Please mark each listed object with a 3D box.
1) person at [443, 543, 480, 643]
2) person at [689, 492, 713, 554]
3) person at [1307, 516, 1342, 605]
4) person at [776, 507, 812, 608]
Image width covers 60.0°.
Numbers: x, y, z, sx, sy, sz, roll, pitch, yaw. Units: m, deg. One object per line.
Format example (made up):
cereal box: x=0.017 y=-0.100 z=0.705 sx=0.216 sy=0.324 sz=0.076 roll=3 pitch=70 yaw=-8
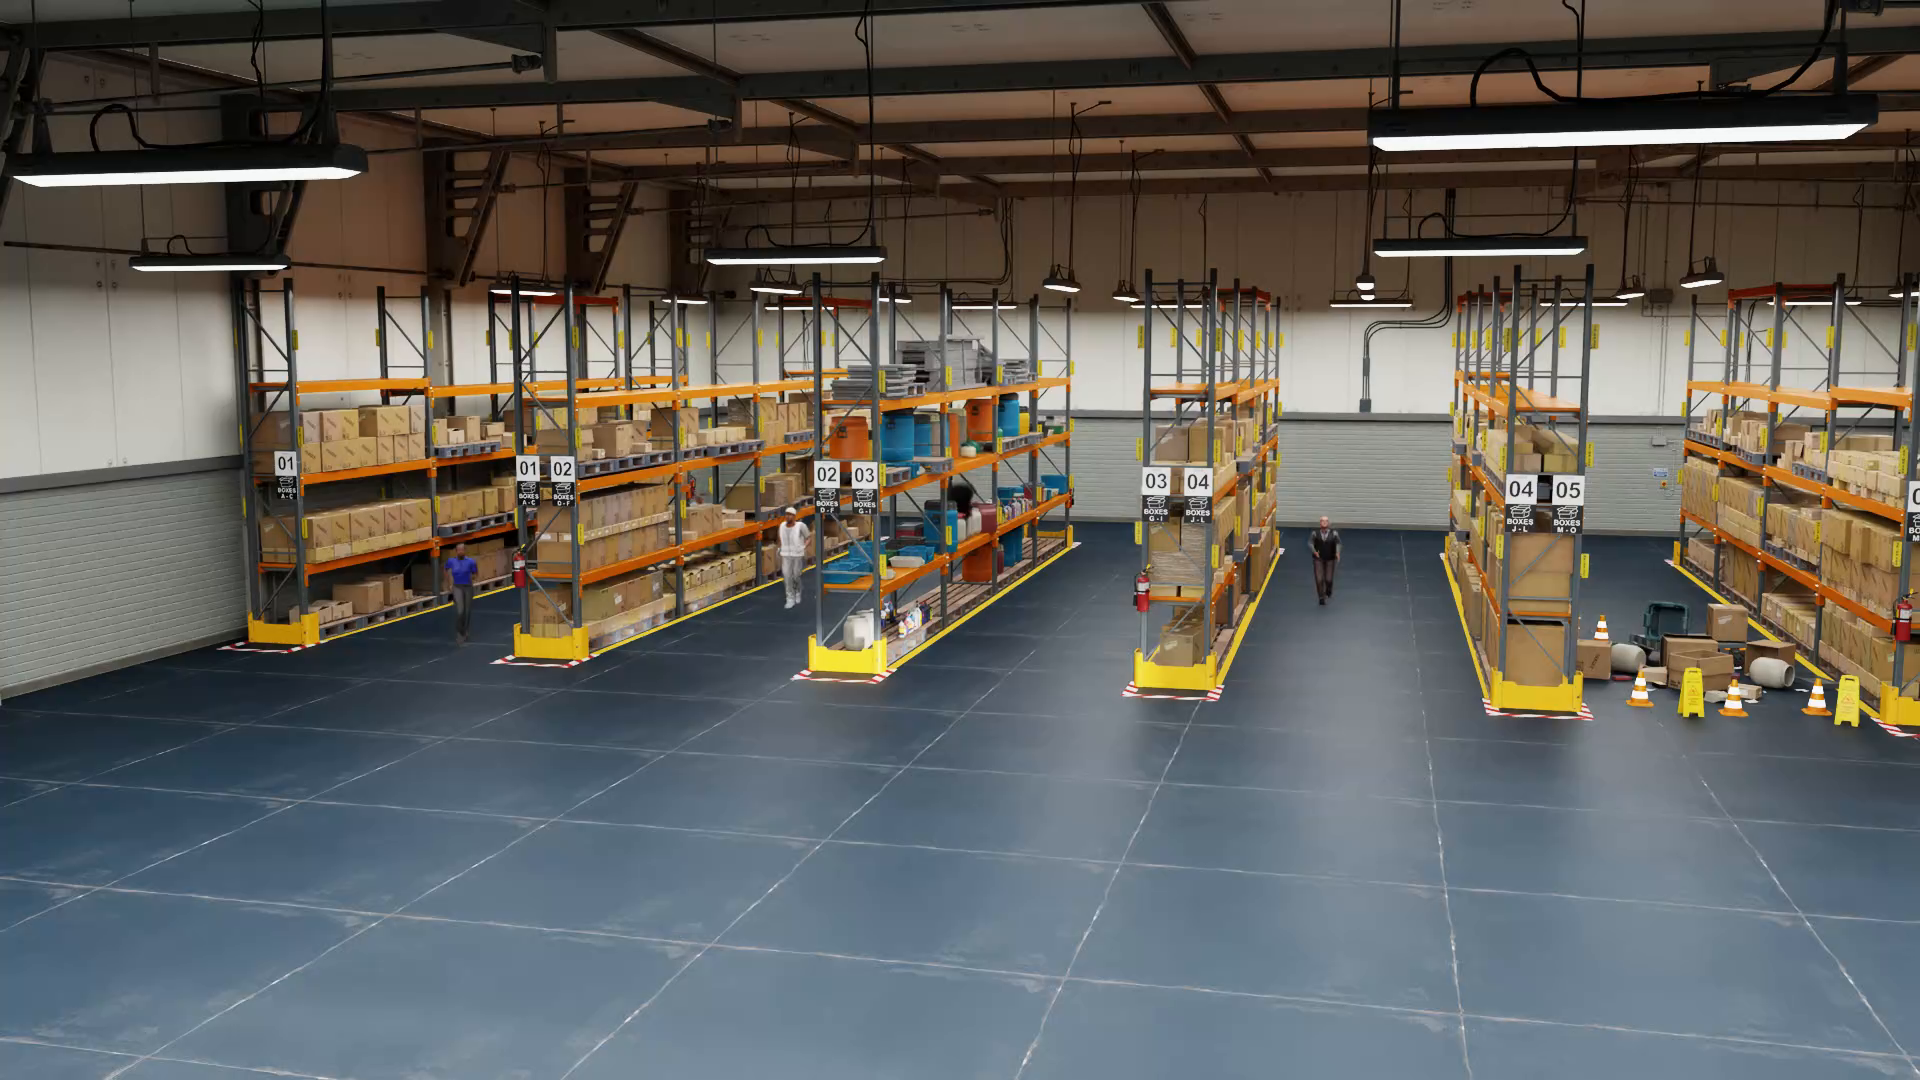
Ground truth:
person: x=-8.289 y=0.890 z=27.703 sx=0.576 sy=1.690 sz=0.761 roll=-3 pitch=7 yaw=-20
person: x=-5.573 y=-0.175 z=36.037 sx=0.664 sy=1.787 sz=0.962 roll=1 pitch=7 yaw=11
person: x=6.925 y=0.391 z=31.617 sx=0.659 sy=1.680 sz=0.578 roll=2 pitch=7 yaw=13
person: x=-2.984 y=0.302 z=29.582 sx=0.657 sy=1.777 sz=0.676 roll=1 pitch=7 yaw=12
